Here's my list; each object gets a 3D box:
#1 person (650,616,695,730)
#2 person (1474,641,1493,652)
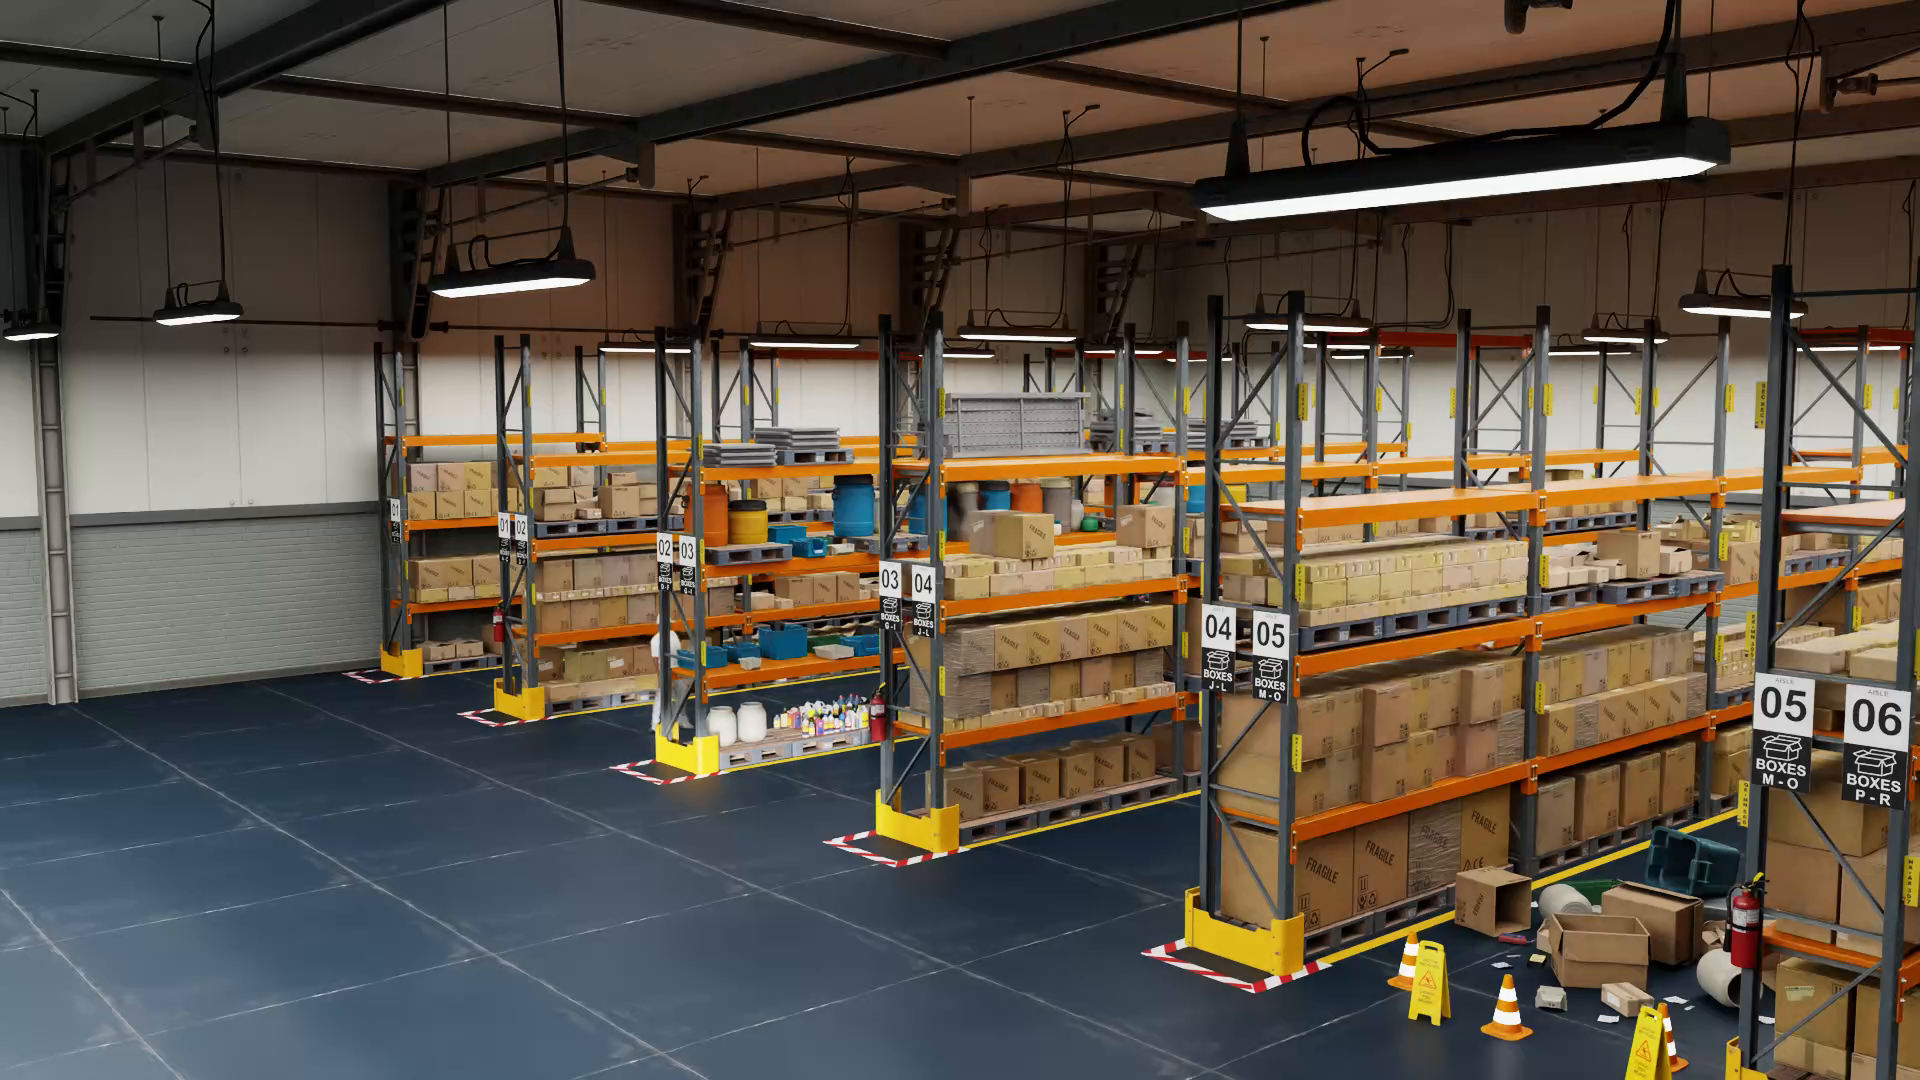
[{"bbox_3d":[-4.393,2.014,25.194,0.455,1.813,0.684,5,7,41],"label":"person"},{"bbox_3d":[7.224,2.170,22.910,0.995,1.747,0.582,-5,7,-42],"label":"person"}]
